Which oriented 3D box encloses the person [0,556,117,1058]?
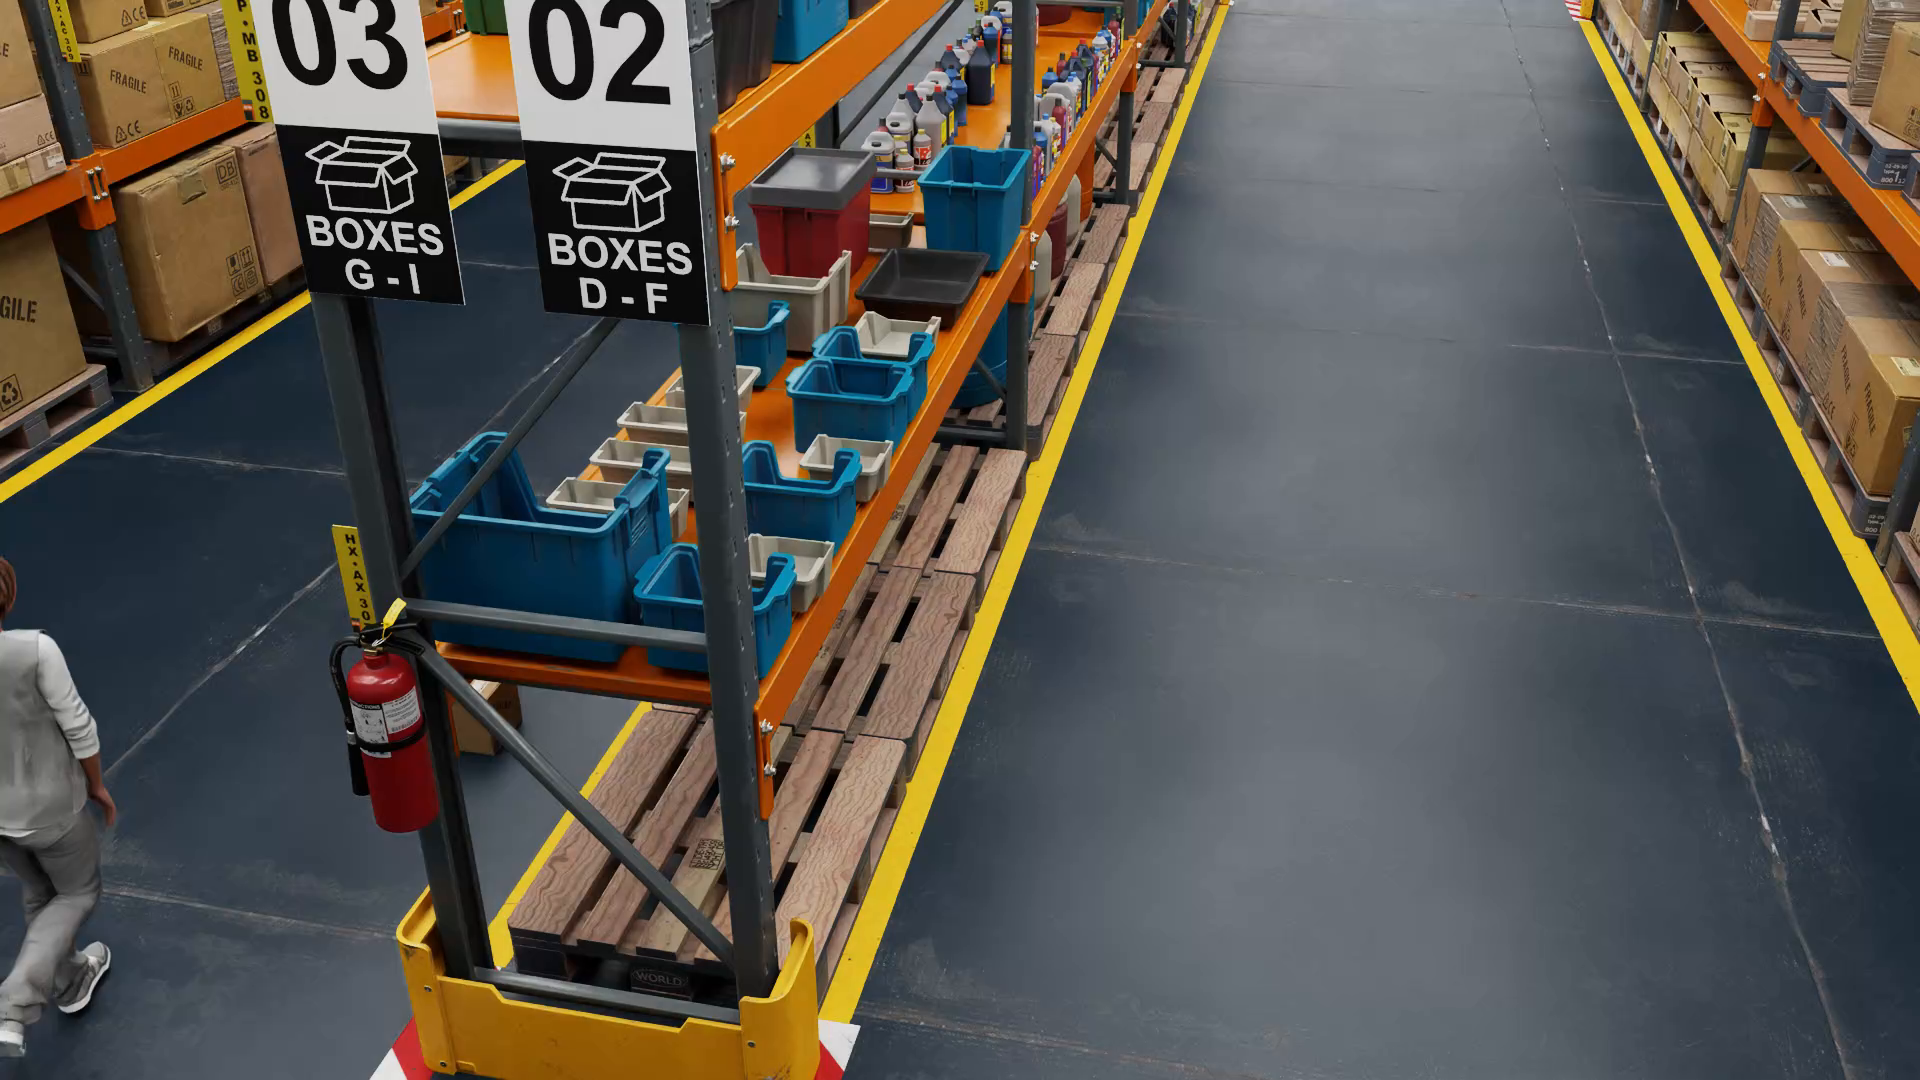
[{"bbox_3d":[-2.652,0.799,4.685,0.447,1.569,0.659,-2,29,-4],"label":"person"}]
